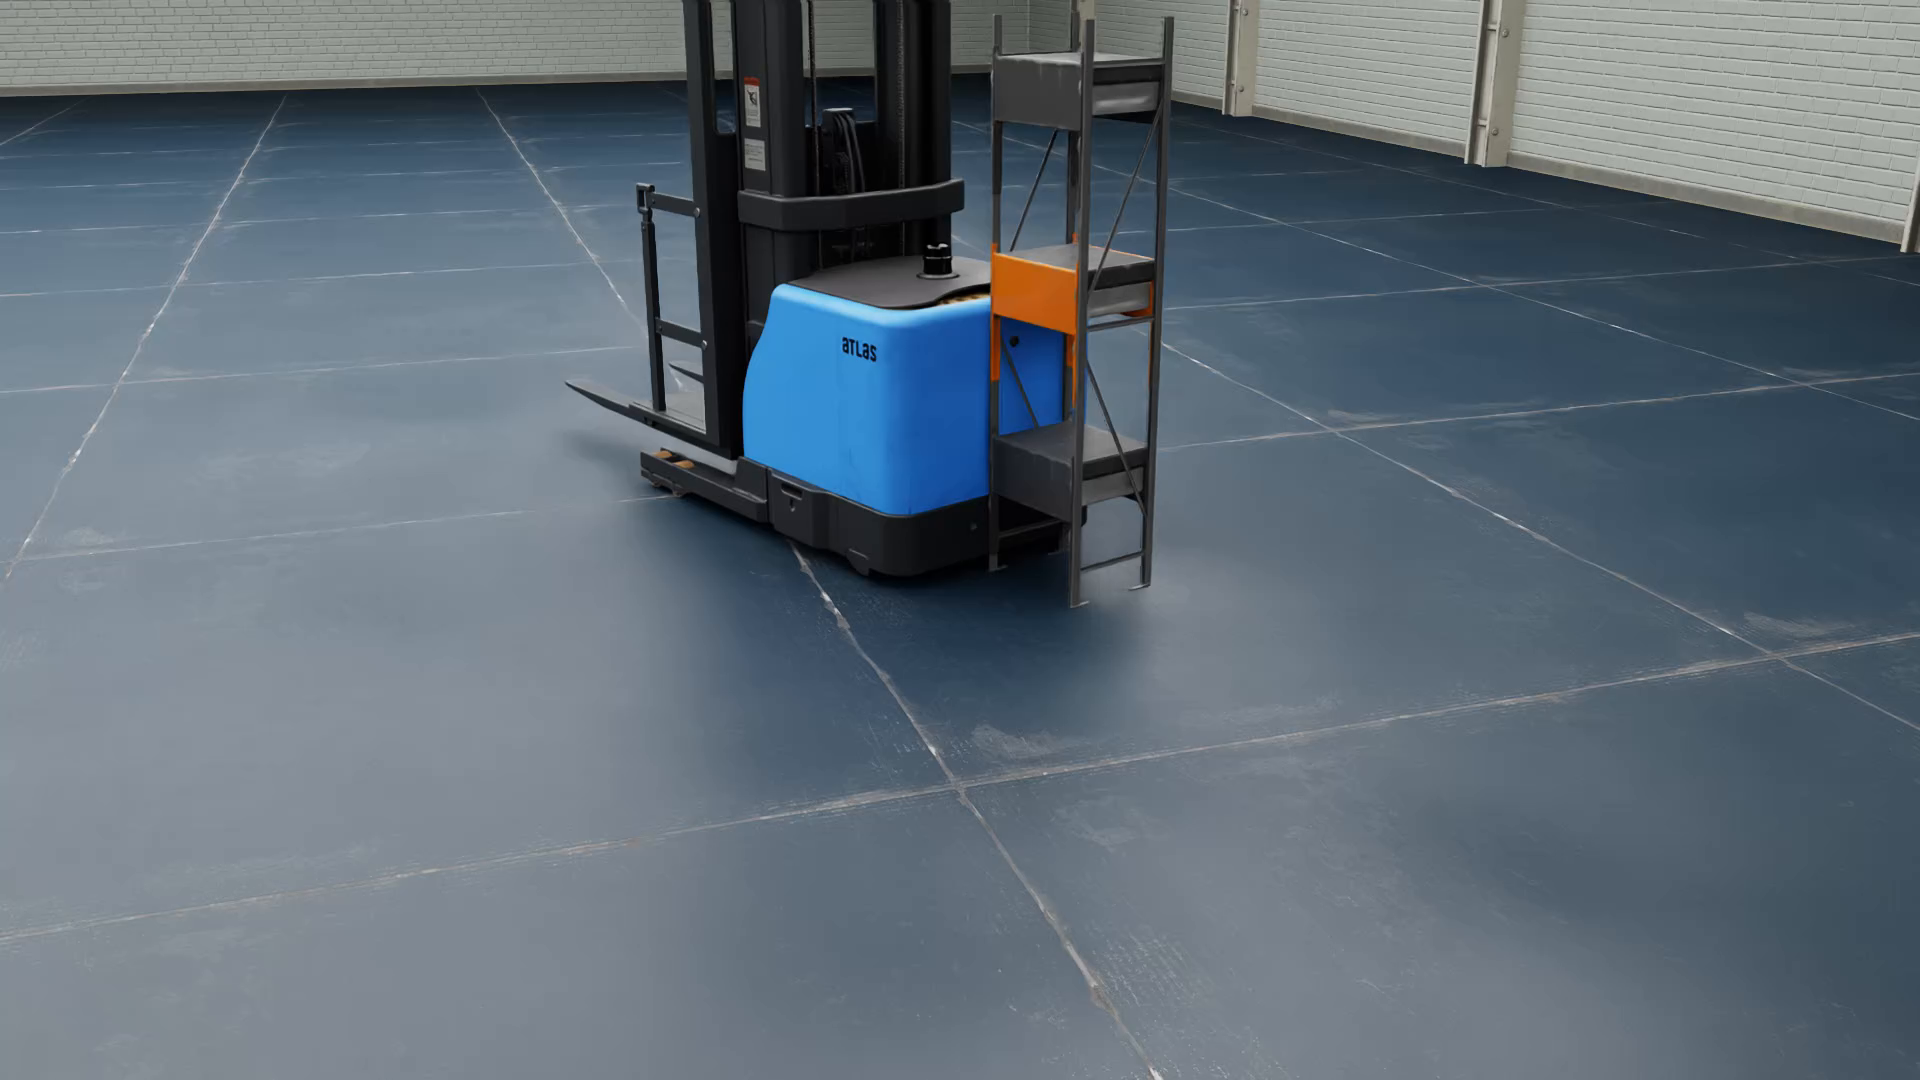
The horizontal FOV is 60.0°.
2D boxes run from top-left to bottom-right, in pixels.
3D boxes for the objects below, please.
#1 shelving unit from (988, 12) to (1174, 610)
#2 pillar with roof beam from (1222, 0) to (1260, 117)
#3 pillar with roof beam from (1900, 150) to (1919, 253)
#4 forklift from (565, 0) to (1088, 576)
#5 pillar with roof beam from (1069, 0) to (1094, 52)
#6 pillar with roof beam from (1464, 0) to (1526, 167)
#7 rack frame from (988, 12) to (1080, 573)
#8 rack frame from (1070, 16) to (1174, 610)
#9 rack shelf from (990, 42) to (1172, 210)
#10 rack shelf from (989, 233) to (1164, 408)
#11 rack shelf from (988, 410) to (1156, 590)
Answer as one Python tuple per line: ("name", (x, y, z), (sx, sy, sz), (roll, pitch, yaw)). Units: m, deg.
("shelving unit", (0.424, -0.835, 6.134), (0.431, 2.100, 0.503), (-15, 24, -35))
("pillar with roof beam", (-0.081, -9.909, 21.191), (9.100, 9.000, 0.400), (-6, 21, -17))
("pillar with roof beam", (3.691, -6.058, 10.470), (9.100, 9.000, 0.400), (-6, 21, -17))
("forklift", (-0.803, -1.665, 7.216), (1.130, 2.935, 3.031), (-16, 25, -37))
("pillar with roof beam", (-1.966, -11.834, 26.552), (9.100, 9.000, 0.400), (-6, 21, -17))
("pillar with roof beam", (1.805, -7.983, 15.830), (9.100, 9.000, 0.400), (-6, 21, -17))
("rack frame", (0.276, -0.900, 6.317), (0.400, 2.100, 0.015), (-15, 24, -35))
("rack frame", (0.572, -0.769, 5.952), (0.400, 2.100, 0.015), (-15, 24, -35))
("rack shelf", (0.424, -1.481, 5.902), (0.431, 0.518, 0.480), (-15, 24, -35))
("rack shelf", (0.424, -0.822, 6.139), (0.431, 0.518, 0.480), (-15, 24, -35))
("rack shelf", (0.424, -0.163, 6.376), (0.431, 0.518, 0.480), (-15, 24, -35))
